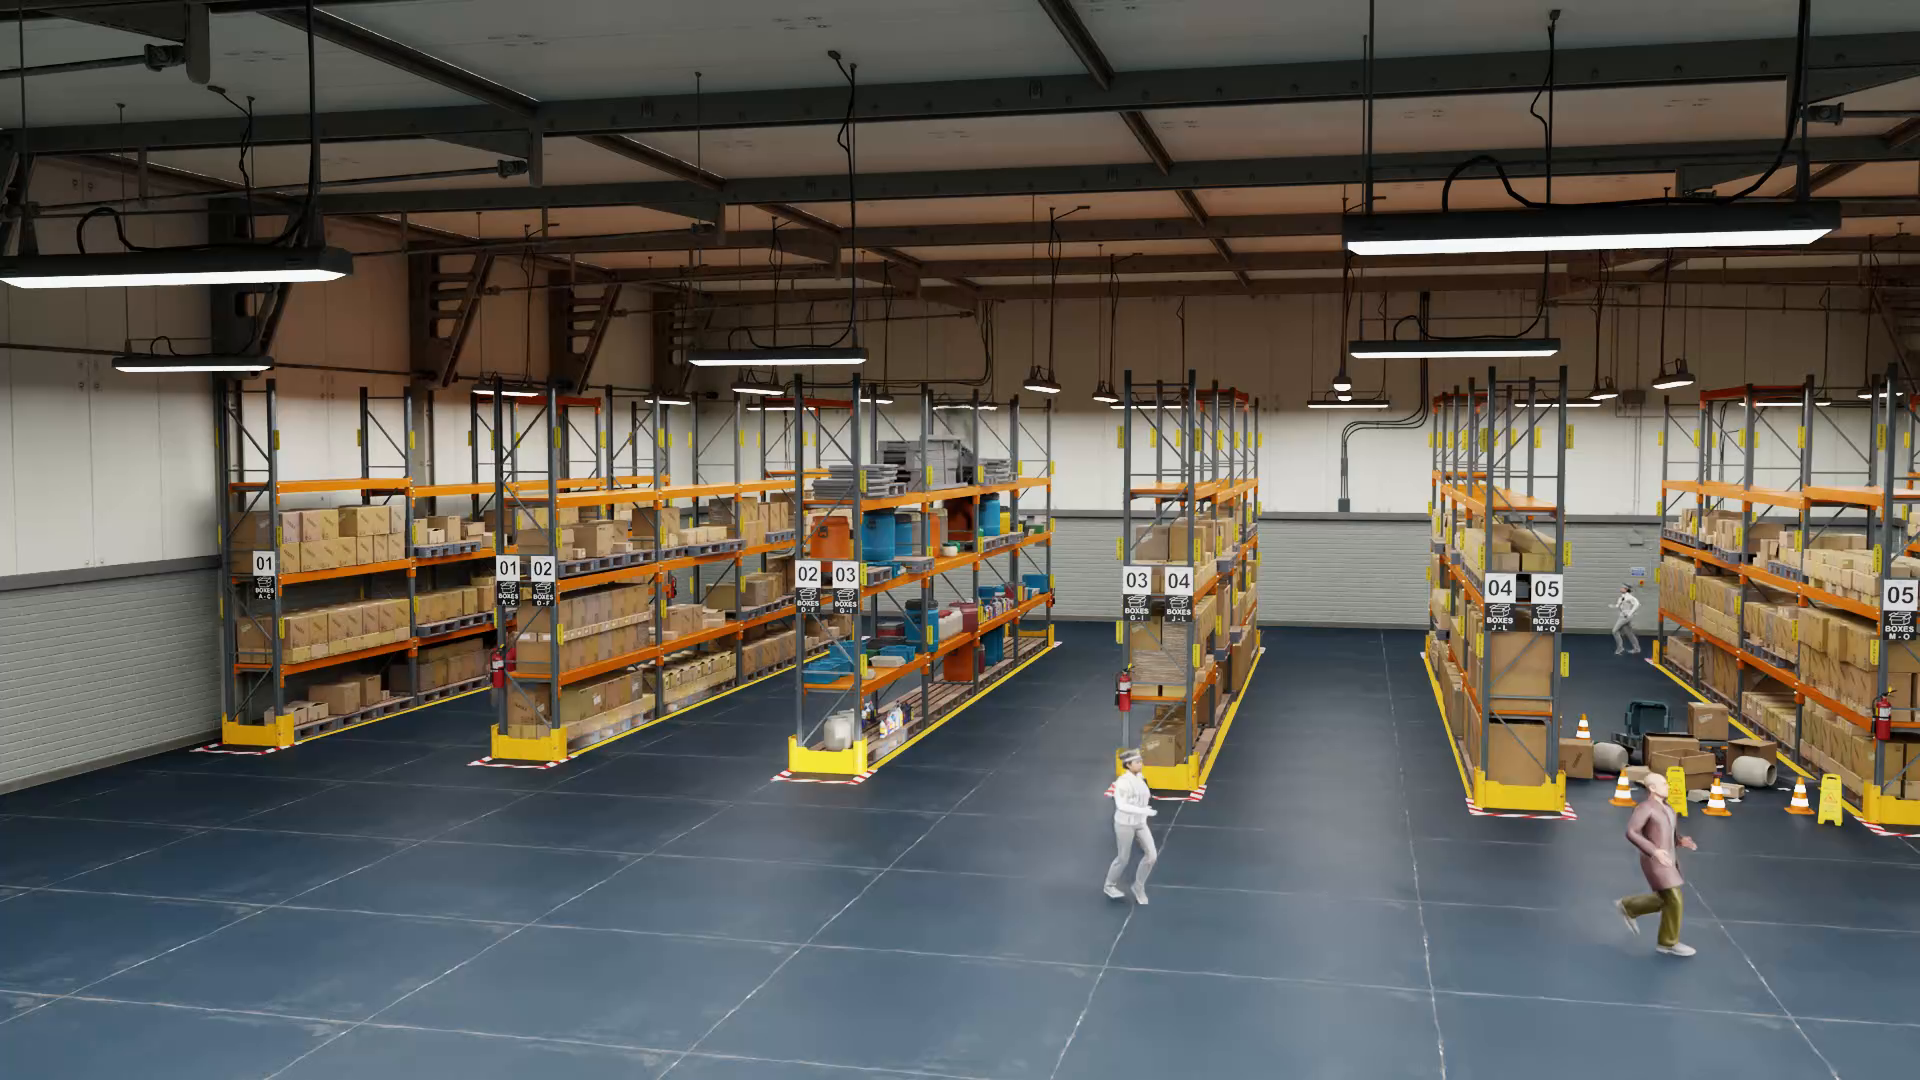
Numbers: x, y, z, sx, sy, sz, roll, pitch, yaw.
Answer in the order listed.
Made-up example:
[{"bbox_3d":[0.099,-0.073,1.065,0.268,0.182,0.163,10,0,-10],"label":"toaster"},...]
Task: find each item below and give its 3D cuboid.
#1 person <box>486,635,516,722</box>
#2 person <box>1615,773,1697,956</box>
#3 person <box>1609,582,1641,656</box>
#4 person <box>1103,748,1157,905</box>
[{"bbox_3d":[-7.760,2.451,28.335,0.660,1.697,0.772,0,3,4],"label":"person"},{"bbox_3d":[6.811,3.153,16.306,0.833,1.736,0.716,3,5,44],"label":"person"},{"bbox_3d":[15.451,1.839,38.612,0.730,1.724,0.607,1,4,16],"label":"person"},{"bbox_3d":[1.870,3.101,17.934,0.698,1.735,0.625,3,5,43],"label":"person"}]
